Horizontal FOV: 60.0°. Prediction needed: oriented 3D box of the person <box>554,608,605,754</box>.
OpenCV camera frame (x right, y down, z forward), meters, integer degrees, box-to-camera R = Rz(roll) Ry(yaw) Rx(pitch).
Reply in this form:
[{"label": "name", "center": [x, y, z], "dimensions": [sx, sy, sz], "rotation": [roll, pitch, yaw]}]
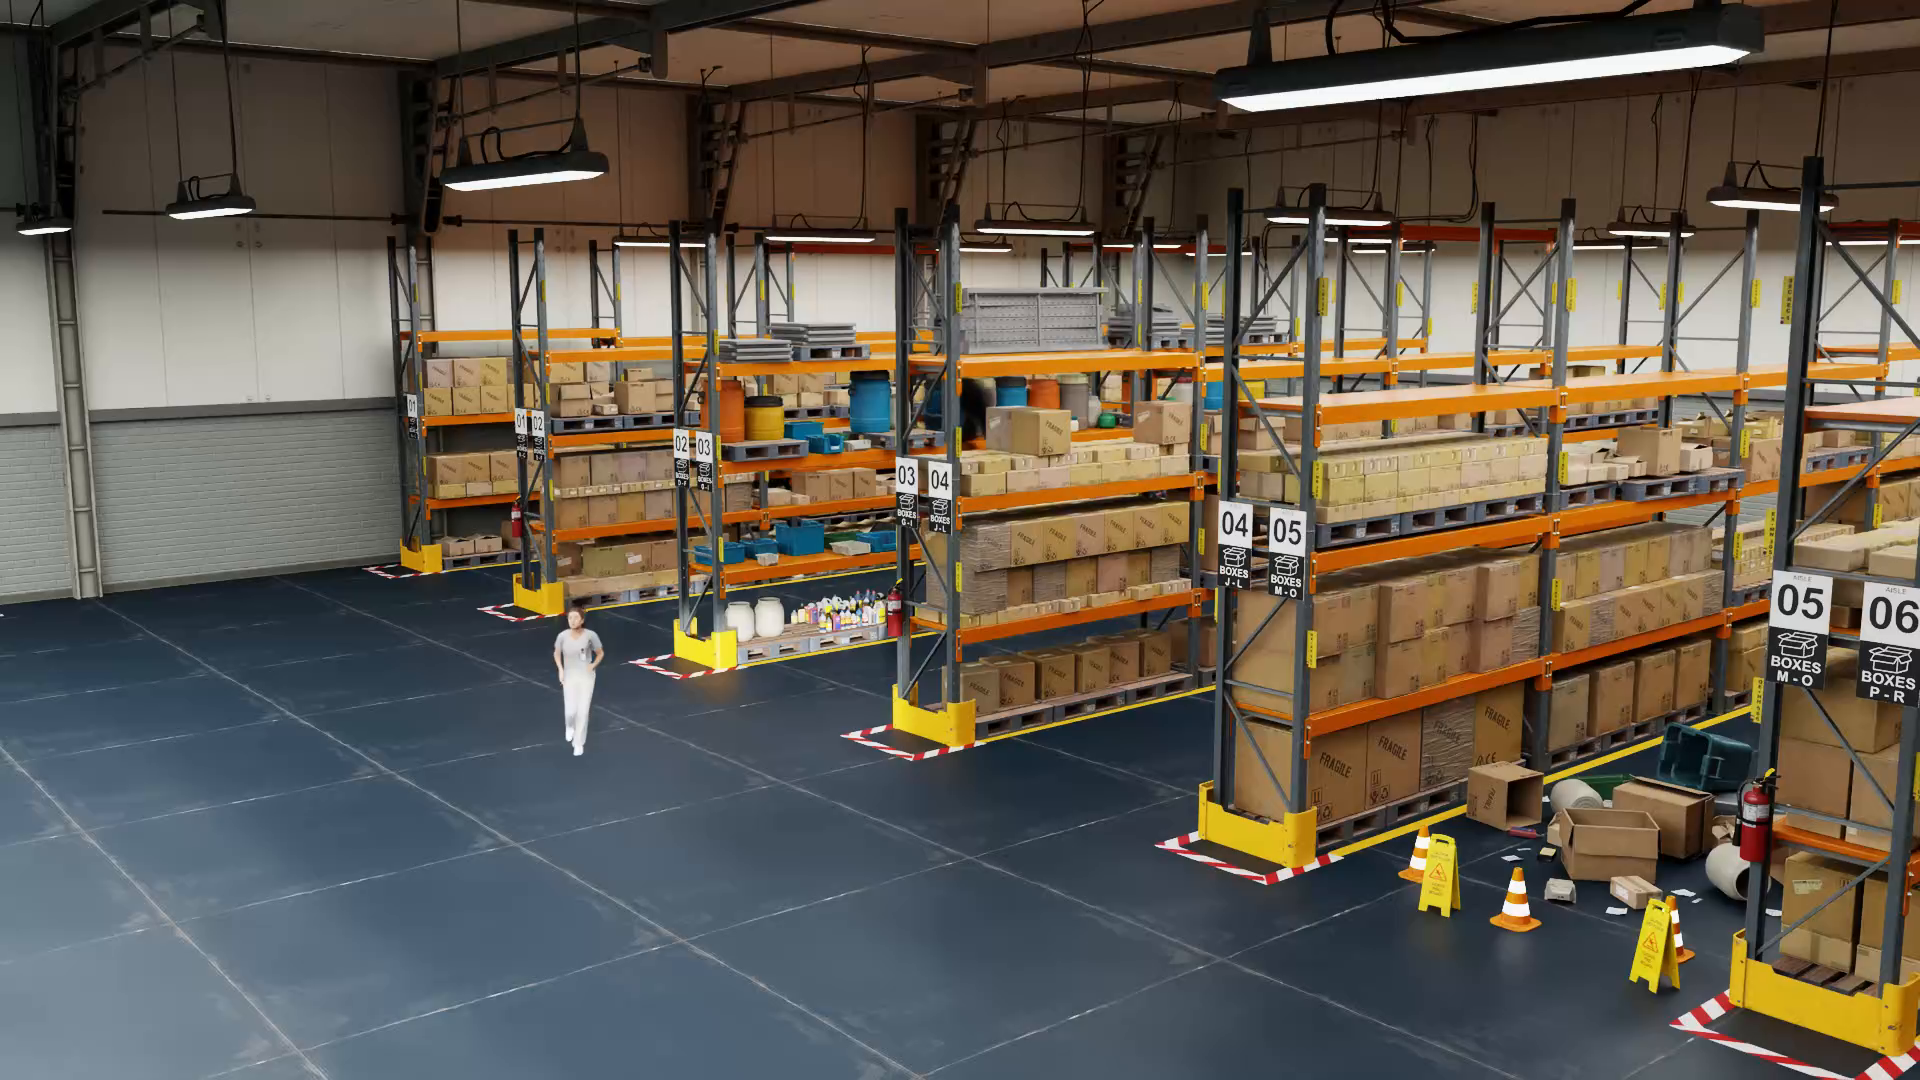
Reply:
[{"label": "person", "center": [-4.215, 1.551, 18.426], "dimensions": [0.557, 1.638, 0.593], "rotation": [-1, 9, -6]}]
